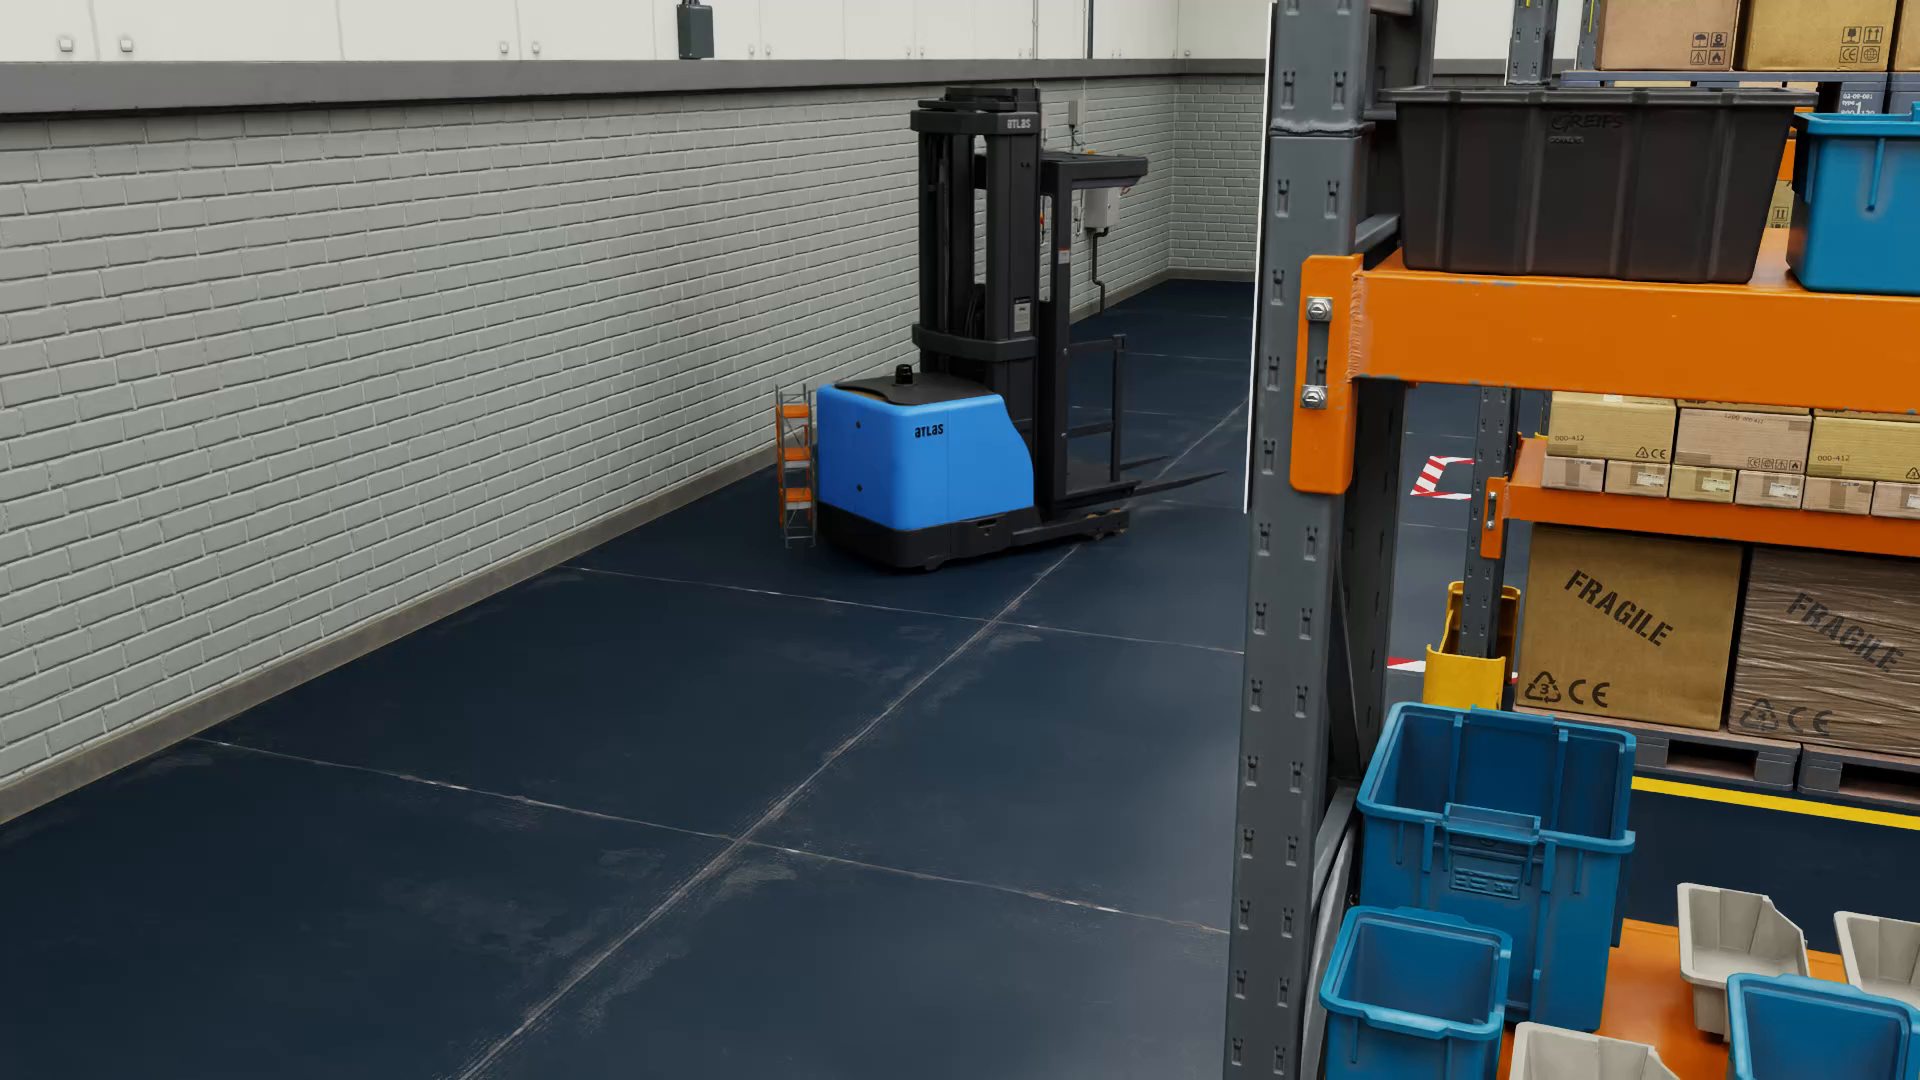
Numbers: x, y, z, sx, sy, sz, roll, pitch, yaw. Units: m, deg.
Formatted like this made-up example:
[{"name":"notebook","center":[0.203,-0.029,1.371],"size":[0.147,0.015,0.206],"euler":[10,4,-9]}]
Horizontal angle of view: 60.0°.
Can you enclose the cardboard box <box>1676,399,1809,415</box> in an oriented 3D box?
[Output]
[{"name":"cardboard box","center":[3.340,-0.839,7.075],"size":[0.500,0.500,0.500],"euler":[6,17,19]}]

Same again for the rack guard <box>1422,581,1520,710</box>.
[{"name":"rack guard","center":[2.505,0.619,8.144],"size":[0.348,0.500,1.175],"euler":[6,17,21]}]

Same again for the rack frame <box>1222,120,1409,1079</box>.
[{"name":"rack frame","center":[0.710,0.706,3.362],"size":[0.127,3.000,1.000],"euler":[6,17,21]}]

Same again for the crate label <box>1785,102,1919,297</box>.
[{"name":"crate label","center":[1.450,-0.485,2.350],"size":[0.502,0.251,0.408],"euler":[6,17,21]}]

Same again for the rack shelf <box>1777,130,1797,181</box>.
[{"name":"rack shelf","center":[4.388,-1.469,6.764],"size":[4.000,0.370,1.077],"euler":[6,17,21]}]

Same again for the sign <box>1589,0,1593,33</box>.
[{"name":"sign","center":[4.242,-3.574,11.157],"size":[0.005,0.325,0.100],"euler":[6,17,21]}]

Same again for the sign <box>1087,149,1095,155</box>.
[{"name":"sign","center":[1.603,-4.653,20.340],"size":[0.001,0.242,0.339],"euler":[6,17,21]}]

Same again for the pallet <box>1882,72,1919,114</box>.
[{"name":"pallet","center":[4.360,-1.779,6.700],"size":[1.213,0.211,1.003],"euler":[6,17,21]}]

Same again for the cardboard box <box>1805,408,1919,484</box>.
[{"name":"cardboard box","center":[3.827,-0.427,6.998],"size":[0.500,0.250,0.500],"euler":[6,17,19]}]

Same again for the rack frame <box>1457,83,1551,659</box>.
[{"name":"rack frame","center":[2.527,-0.579,7.787],"size":[0.127,3.000,1.000],"euler":[6,17,21]}]

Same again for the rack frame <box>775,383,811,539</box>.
[{"name":"rack frame","center":[-1.111,-0.520,11.081],"size":[0.200,1.050,0.008],"euler":[-4,17,-12]}]

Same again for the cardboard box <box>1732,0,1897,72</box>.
[{"name":"cardboard box","center":[3.510,-2.189,6.841],"size":[0.500,0.500,0.700],"euler":[6,17,19]}]

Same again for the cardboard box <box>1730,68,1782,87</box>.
[{"name":"cardboard box","center":[5.253,-3.056,11.209],"size":[0.500,0.250,0.500],"euler":[7,18,22]}]

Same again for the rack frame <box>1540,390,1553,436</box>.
[{"name":"rack frame","center":[4.441,-1.855,12.182],"size":[0.127,3.000,1.000],"euler":[6,17,21]}]

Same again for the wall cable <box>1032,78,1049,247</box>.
[{"name":"wall cable","center":[0.909,-4.223,18.460],"size":[0.123,1.953,0.585],"euler":[6,17,21]}]

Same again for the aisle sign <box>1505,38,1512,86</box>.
[{"name":"aisle sign","center":[2.350,-1.757,7.181],"size":[0.004,0.787,0.394],"euler":[6,17,21]}]

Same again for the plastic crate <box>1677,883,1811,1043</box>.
[{"name":"plastic crate","center":[1.535,0.840,3.265],"size":[0.243,0.136,0.396],"euler":[6,17,21]}]

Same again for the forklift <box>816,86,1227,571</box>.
[{"name":"forklift","center":[0.538,-1.521,11.156],"size":[3.031,2.935,1.130],"euler":[-12,20,-35]}]

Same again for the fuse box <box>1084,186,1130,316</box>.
[{"name":"fuse box","center":[1.816,-3.631,20.611],"size":[0.414,1.711,0.539],"euler":[6,17,21]}]

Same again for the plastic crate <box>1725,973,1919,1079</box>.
[{"name":"plastic crate","center":[1.431,0.936,2.764],"size":[0.300,0.233,0.416],"euler":[6,17,21]}]

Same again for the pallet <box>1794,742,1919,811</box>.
[{"name":"pallet","center":[4.431,0.947,7.532],"size":[1.213,0.211,1.003],"euler":[6,17,21]}]

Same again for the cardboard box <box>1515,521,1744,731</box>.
[{"name":"cardboard box","center":[3.152,0.285,7.870],"size":[0.875,0.875,0.875],"euler":[6,17,21]}]

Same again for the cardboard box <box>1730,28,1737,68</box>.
[{"name":"cardboard box","center":[5.240,-3.298,11.145],"size":[0.500,0.250,0.500],"euler":[6,17,20]}]

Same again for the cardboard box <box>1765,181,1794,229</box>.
[{"name":"cardboard box","center":[5.709,-2.302,11.217],"size":[0.500,0.500,0.500],"euler":[6,17,19]}]

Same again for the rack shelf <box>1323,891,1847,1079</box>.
[{"name":"rack shelf","center":[2.570,1.256,2.757],"size":[4.000,0.370,1.077],"euler":[6,17,21]}]

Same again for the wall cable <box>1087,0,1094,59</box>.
[{"name":"wall cable","center":[2.104,-7.470,20.697],"size":[0.133,3.039,2.988],"euler":[6,17,21]}]

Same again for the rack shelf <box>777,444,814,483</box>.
[{"name":"rack shelf","center":[-1.084,-0.477,10.969],"size":[0.215,0.259,0.240],"euler":[-4,17,-12]}]

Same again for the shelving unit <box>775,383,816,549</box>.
[{"name":"shelving unit","center":[-1.085,-0.487,10.966],"size":[0.215,1.050,0.252],"euler":[-4,17,-12]}]

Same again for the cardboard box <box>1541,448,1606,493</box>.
[{"name":"cardboard box","center":[2.736,-0.336,7.402],"size":[0.250,0.149,0.380],"euler":[6,17,21]}]

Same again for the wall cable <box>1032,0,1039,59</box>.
[{"name":"wall cable","center":[0.769,-6.539,17.556],"size":[0.029,3.000,0.463],"euler":[6,17,21]}]

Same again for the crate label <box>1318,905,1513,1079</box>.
[{"name":"crate label","center":[0.819,0.868,2.996],"size":[0.303,0.233,0.416],"euler":[6,17,21]}]

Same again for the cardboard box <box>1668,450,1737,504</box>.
[{"name":"cardboard box","center":[3.214,-0.284,7.223],"size":[0.250,0.149,0.380],"euler":[6,17,19]}]

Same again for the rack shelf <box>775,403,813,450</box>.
[{"name":"rack shelf","center":[-1.086,-0.749,10.890],"size":[0.215,0.259,0.240],"euler":[-4,17,-12]}]

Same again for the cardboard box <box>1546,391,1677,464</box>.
[{"name":"cardboard box","center":[2.875,-0.530,7.356],"size":[0.500,0.250,0.500],"euler":[6,17,19]}]

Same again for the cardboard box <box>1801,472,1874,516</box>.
[{"name":"cardboard box","center":[3.693,-0.231,7.041],"size":[0.250,0.149,0.380],"euler":[6,17,20]}]
